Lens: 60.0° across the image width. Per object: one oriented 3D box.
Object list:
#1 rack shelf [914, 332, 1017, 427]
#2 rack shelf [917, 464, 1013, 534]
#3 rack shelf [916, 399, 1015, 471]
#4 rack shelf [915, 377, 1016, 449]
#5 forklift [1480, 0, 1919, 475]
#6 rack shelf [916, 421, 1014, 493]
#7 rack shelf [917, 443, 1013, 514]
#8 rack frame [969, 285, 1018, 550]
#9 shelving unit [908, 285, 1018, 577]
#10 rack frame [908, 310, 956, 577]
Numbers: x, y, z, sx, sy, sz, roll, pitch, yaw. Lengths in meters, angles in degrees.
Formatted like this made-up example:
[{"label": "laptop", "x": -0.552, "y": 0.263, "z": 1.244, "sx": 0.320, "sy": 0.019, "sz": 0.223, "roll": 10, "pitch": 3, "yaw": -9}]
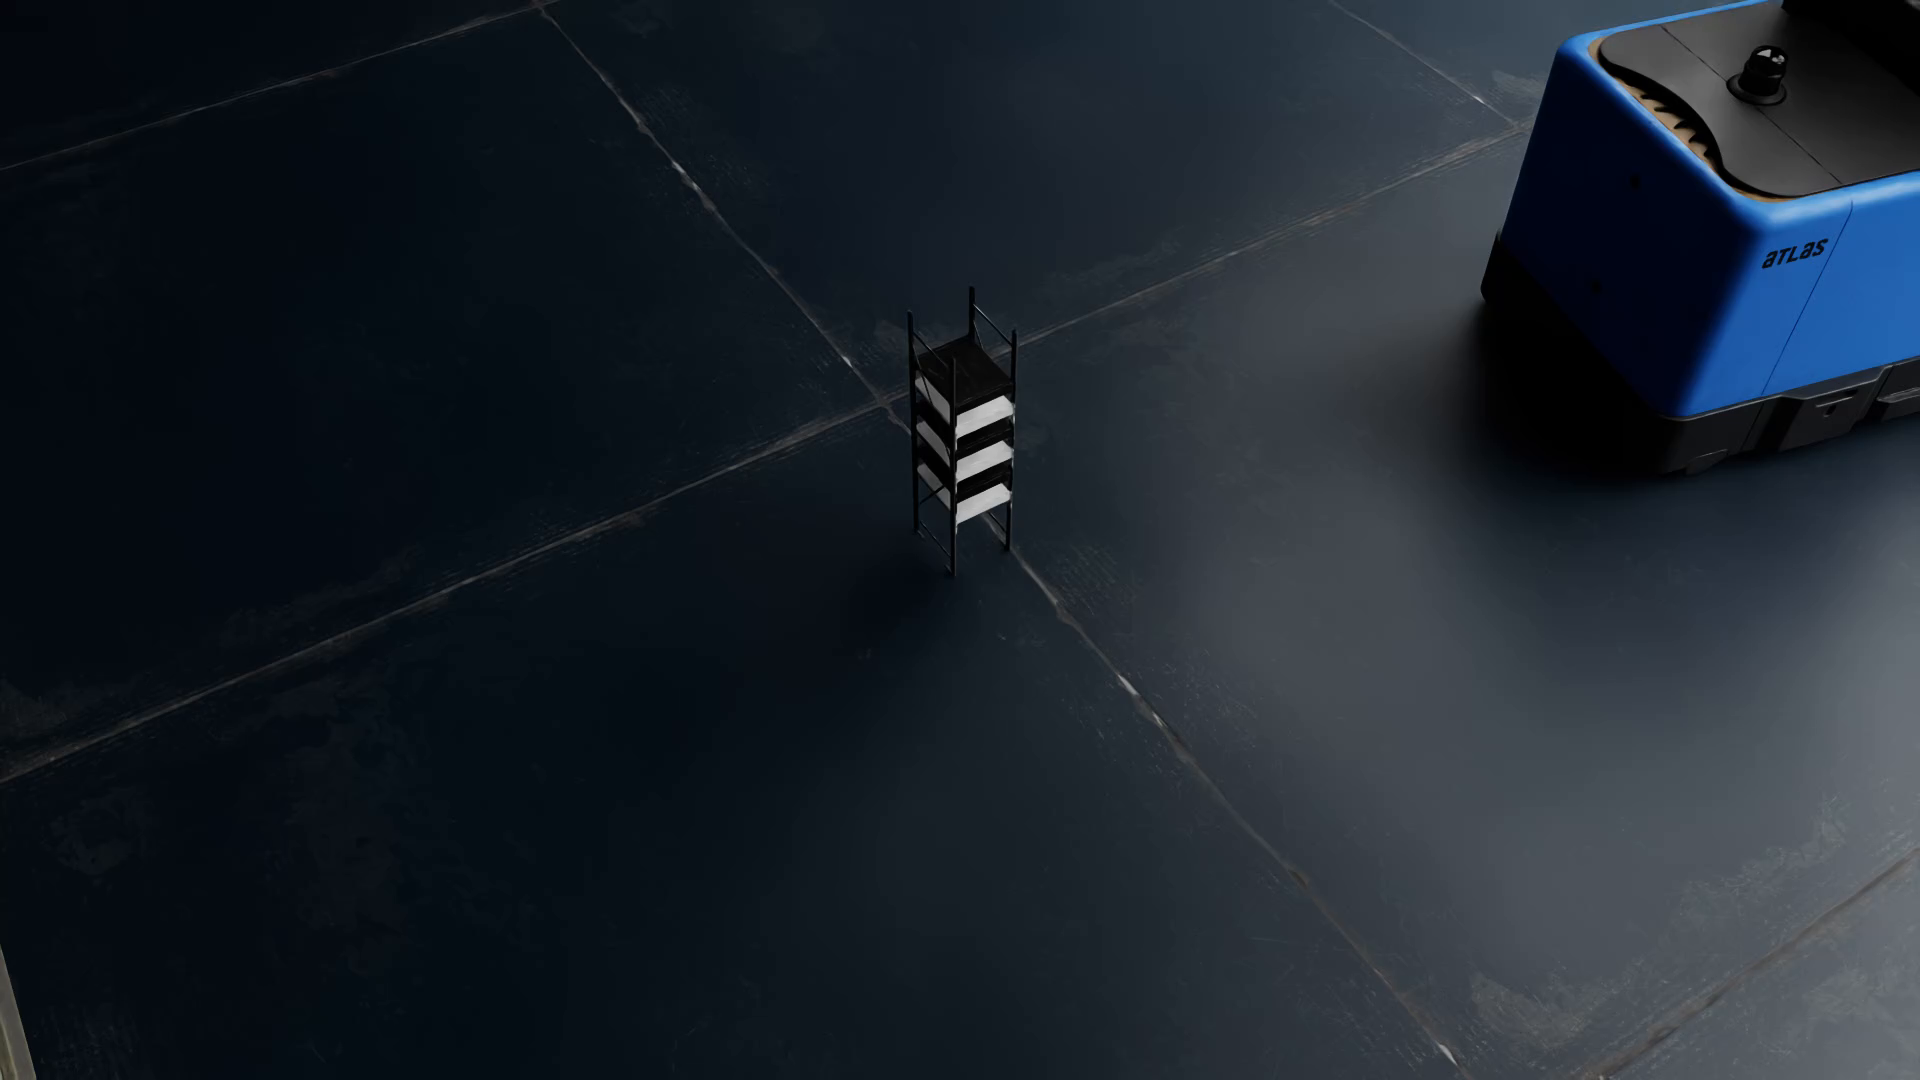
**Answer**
[{"label": "rack shelf", "x": 0.007, "y": -0.460, "z": 4.740, "sx": 0.200, "sy": 0.077, "sz": 0.258, "roll": -25, "pitch": 53, "yaw": -21}, {"label": "rack shelf", "x": 0.007, "y": -0.161, "z": 5.076, "sx": 0.200, "sy": 0.077, "sz": 0.258, "roll": -25, "pitch": 53, "yaw": -21}, {"label": "rack shelf", "x": 0.007, "y": -0.340, "z": 4.874, "sx": 0.200, "sy": 0.077, "sz": 0.258, "roll": -25, "pitch": 53, "yaw": -21}, {"label": "rack shelf", "x": 0.007, "y": -0.400, "z": 4.807, "sx": 0.200, "sy": 0.077, "sz": 0.258, "roll": -25, "pitch": 53, "yaw": -21}, {"label": "forklift", "x": 3.434, "y": -1.854, "z": 4.938, "sx": 3.031, "sy": 2.935, "sz": 1.130, "roll": -14, "pitch": 50, "yaw": -12}, {"label": "rack shelf", "x": 0.007, "y": -0.280, "z": 4.942, "sx": 0.200, "sy": 0.077, "sz": 0.258, "roll": -25, "pitch": 53, "yaw": -21}, {"label": "rack shelf", "x": 0.007, "y": -0.220, "z": 5.009, "sx": 0.200, "sy": 0.077, "sz": 0.258, "roll": -25, "pitch": 53, "yaw": -21}, {"label": "rack frame", "x": 0.093, "y": -0.343, "z": 4.953, "sx": 0.006, "sy": 0.900, "sz": 0.240, "roll": -25, "pitch": 53, "yaw": -21}, {"label": "shelving unit", "x": 0.007, "y": -0.302, "z": 4.917, "sx": 0.210, "sy": 0.900, "sz": 0.258, "roll": -25, "pitch": 53, "yaw": -21}, {"label": "rack frame", "x": -0.079, "y": -0.262, "z": 4.881, "sx": 0.006, "sy": 0.900, "sz": 0.240, "roll": -25, "pitch": 53, "yaw": -21}]
